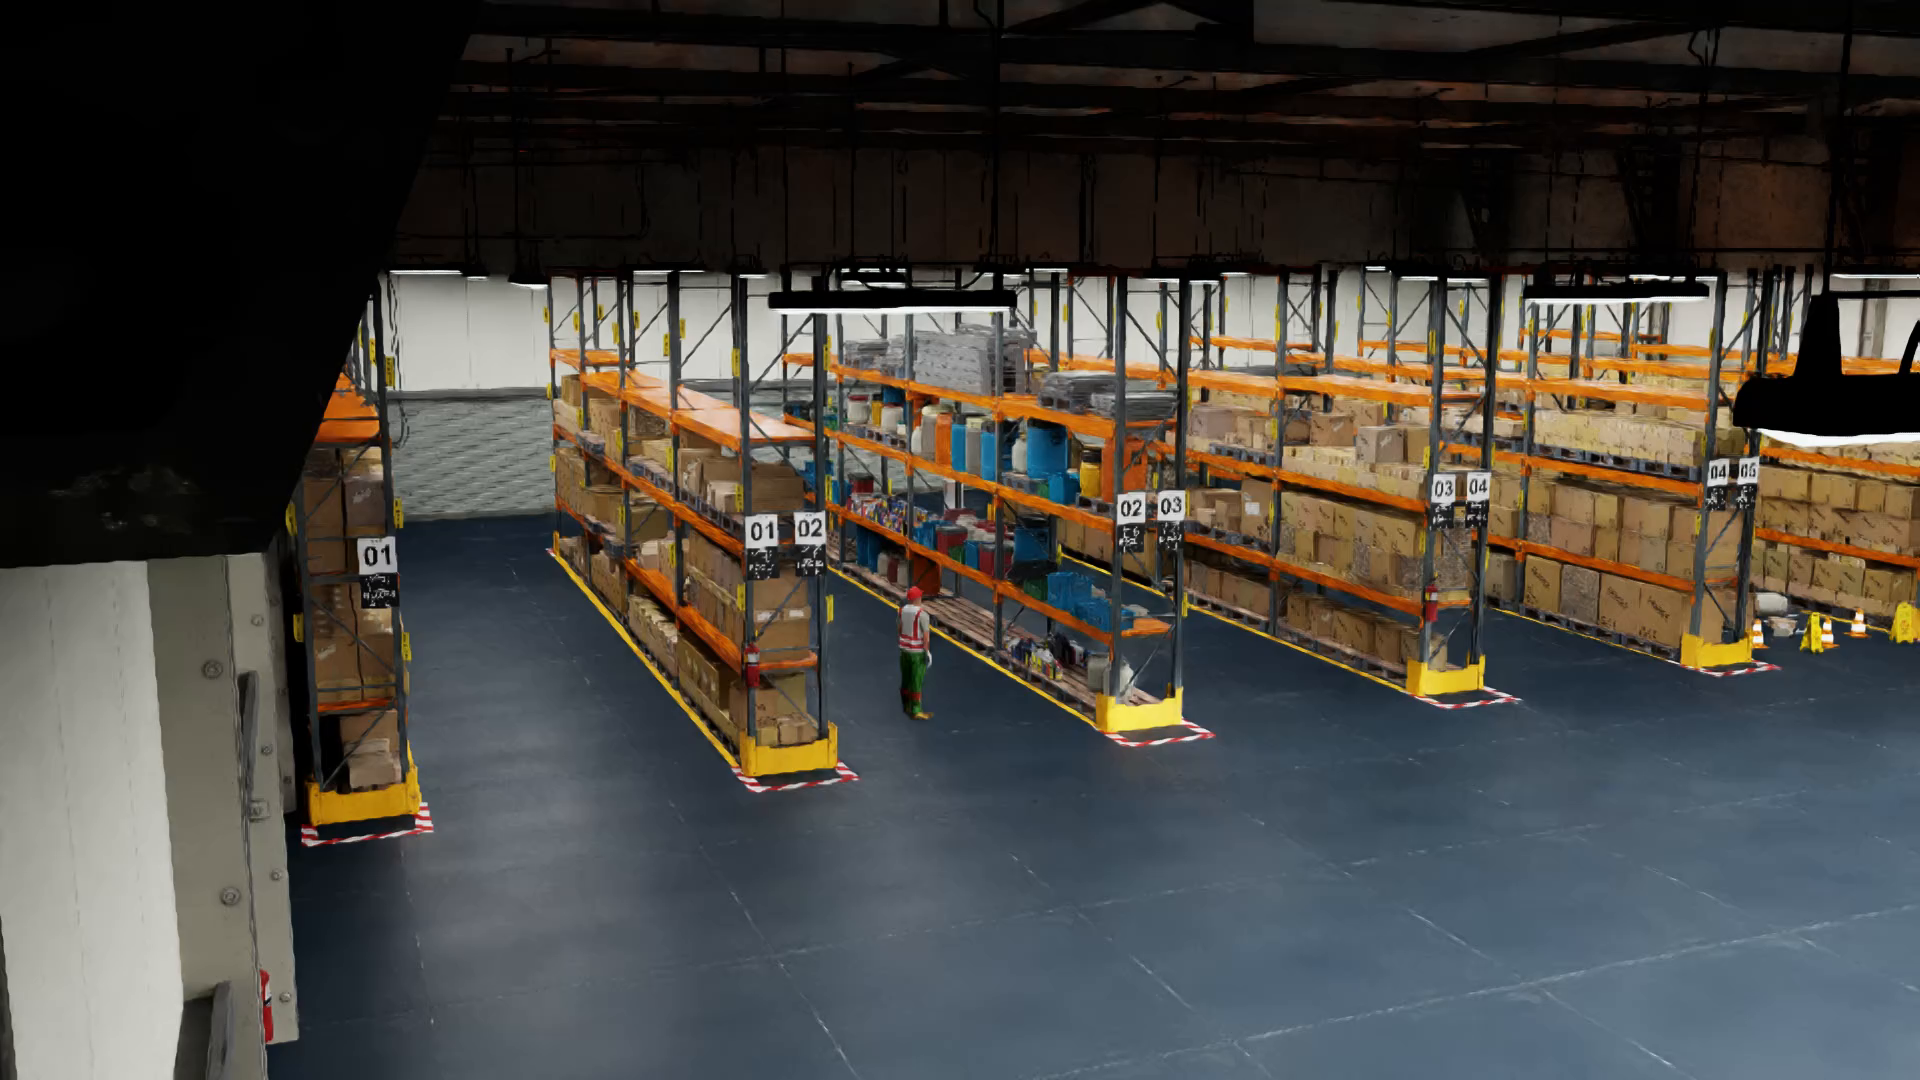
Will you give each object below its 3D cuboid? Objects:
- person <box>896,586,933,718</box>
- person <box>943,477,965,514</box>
[{"bbox_3d":[-0.607,1.504,22.750,0.629,1.794,0.466,8,13,39],"label":"person"},{"bbox_3d":[-0.091,-0.719,35.512,0.522,1.790,0.641,-8,13,-39],"label":"person"}]
